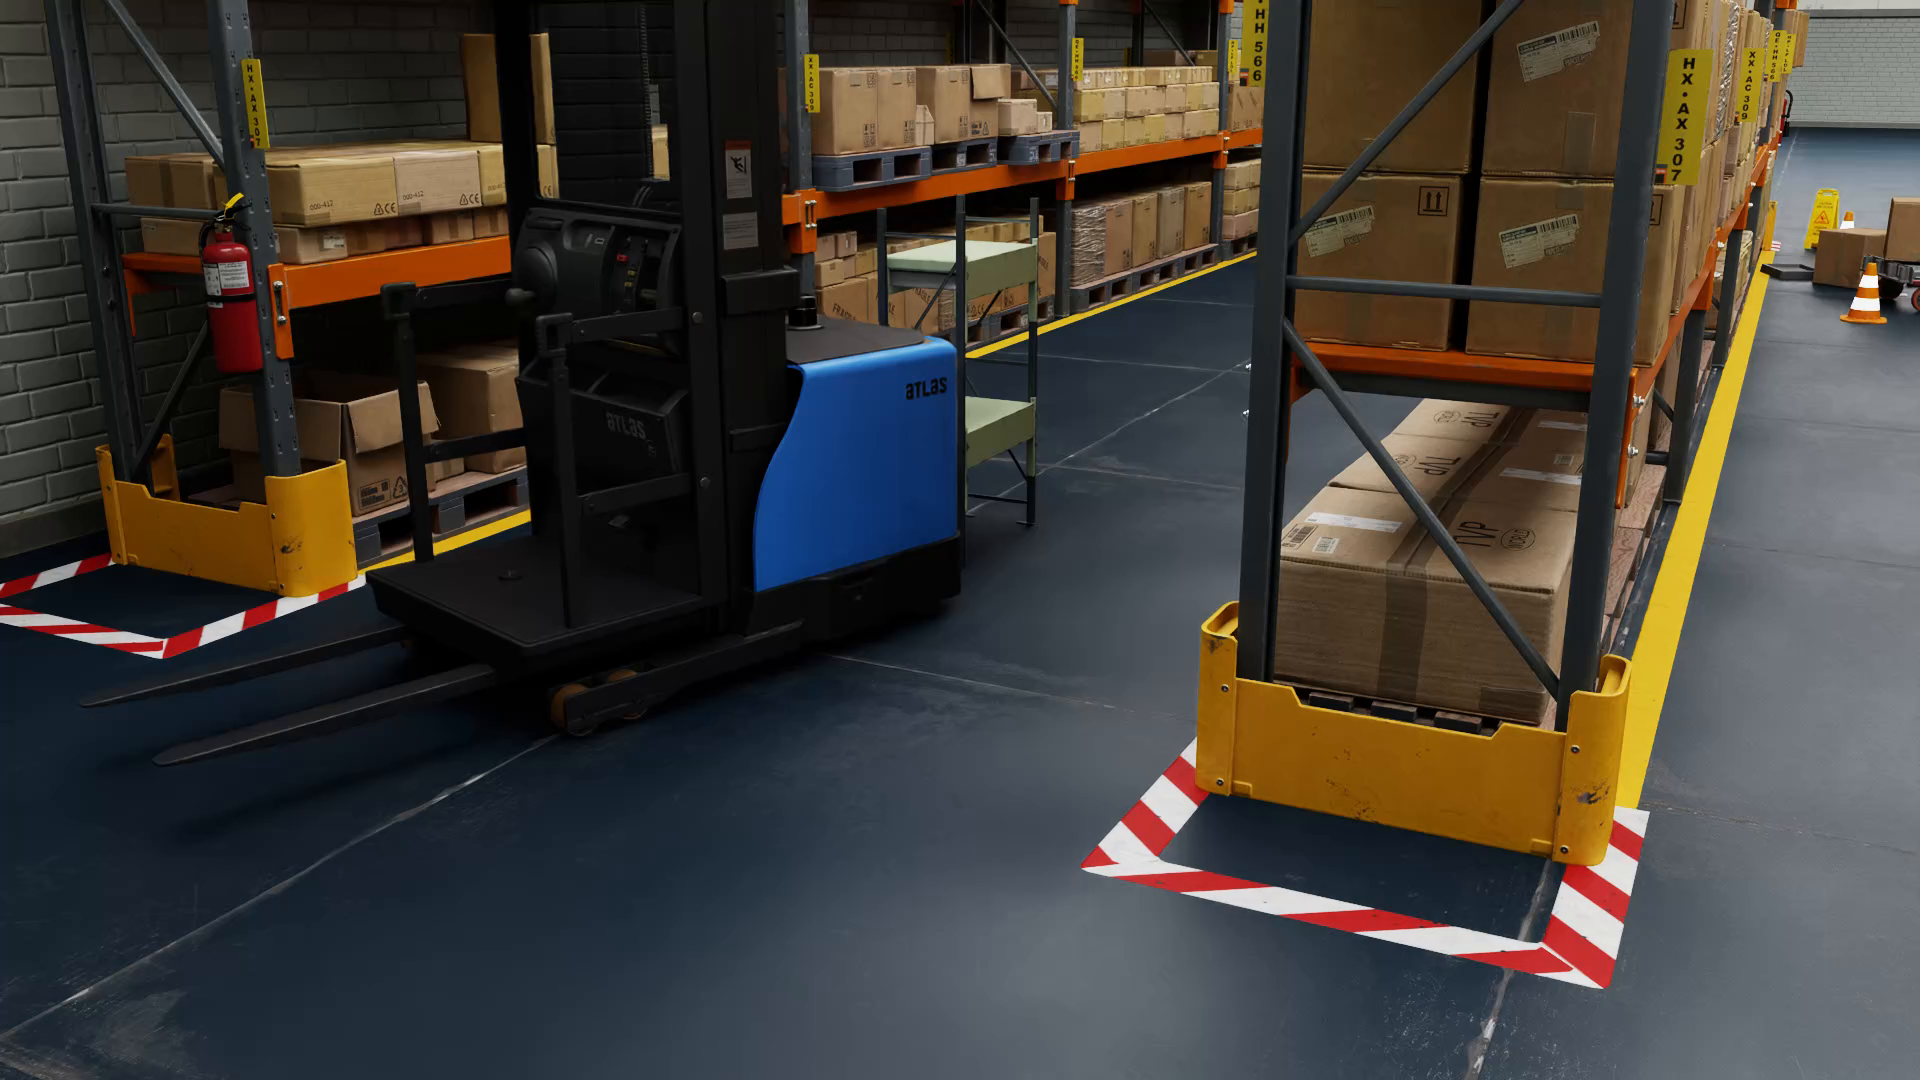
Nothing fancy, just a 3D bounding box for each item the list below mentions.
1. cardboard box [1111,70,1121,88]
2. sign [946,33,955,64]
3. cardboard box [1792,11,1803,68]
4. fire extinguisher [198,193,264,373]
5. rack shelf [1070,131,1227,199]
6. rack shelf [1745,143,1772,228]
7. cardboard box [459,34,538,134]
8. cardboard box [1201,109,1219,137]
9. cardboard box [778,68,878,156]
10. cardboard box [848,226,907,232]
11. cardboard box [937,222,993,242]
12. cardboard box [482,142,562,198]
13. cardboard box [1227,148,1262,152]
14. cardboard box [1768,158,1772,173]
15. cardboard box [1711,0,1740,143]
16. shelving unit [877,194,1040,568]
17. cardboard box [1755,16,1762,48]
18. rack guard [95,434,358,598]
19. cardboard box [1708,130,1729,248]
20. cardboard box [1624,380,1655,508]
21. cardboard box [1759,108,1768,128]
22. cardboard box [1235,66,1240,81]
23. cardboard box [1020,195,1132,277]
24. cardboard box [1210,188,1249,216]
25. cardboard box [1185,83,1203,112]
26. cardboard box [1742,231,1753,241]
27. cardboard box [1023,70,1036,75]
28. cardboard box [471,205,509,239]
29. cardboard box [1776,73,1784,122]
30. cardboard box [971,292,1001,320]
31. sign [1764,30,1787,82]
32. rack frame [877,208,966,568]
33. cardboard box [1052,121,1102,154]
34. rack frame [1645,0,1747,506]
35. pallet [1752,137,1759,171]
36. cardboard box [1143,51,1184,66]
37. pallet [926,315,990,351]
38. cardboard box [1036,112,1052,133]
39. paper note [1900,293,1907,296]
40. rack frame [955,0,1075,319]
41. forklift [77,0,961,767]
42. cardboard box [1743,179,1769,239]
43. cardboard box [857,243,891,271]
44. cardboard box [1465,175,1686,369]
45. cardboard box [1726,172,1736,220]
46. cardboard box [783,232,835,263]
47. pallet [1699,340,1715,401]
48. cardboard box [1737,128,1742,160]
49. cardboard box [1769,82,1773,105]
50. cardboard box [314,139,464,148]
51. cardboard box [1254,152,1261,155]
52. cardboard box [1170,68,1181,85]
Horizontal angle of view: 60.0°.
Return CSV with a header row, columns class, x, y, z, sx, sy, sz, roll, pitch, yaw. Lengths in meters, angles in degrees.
class,x,y,z,sx,sy,sz,roll,pitch,yaw
cardboard box,1.153,-3.942,14.213,0.380,0.149,0.250,8,18,26
sign,-0.066,-3.959,13.552,0.100,0.325,0.005,8,18,25
cardboard box,7.549,-4.729,15.722,0.700,0.500,0.500,8,18,24
fire extinguisher,-2.795,-0.984,6.361,0.296,0.674,0.183,8,18,25
rack shelf,1.326,-3.499,15.299,1.077,0.370,4.000,8,18,25
rack shelf,5.768,-2.868,13.176,1.077,0.370,4.000,8,18,25
cardboard box,-2.259,-2.400,8.760,0.500,0.500,0.500,8,18,24
cardboard box,2.228,-4.120,16.389,0.500,0.250,0.500,9,19,27
cardboard box,-0.939,-2.659,10.296,0.700,0.500,0.500,9,19,27
cardboard box,-0.610,-2.219,12.240,0.380,0.149,0.250,8,18,26
cardboard box,0.028,-2.294,12.492,0.380,0.149,0.250,9,19,27
cardboard box,-2.041,-1.839,8.190,0.500,0.250,0.500,8,18,24
cardboard box,3.403,-4.508,19.771,0.500,0.250,0.500,8,18,25
cardboard box,7.622,-3.616,16.067,0.380,0.149,0.250,9,19,29
cardboard box,2.670,-1.798,6.377,0.500,0.500,0.500,8,18,26
shelving unit,0.003,-0.721,7.317,0.431,1.500,0.755,8,18,25
cardboard box,4.195,-2.681,9.349,0.500,0.500,0.500,8,18,24
rack guard,-3.109,-0.118,7.042,1.175,0.500,0.348,8,18,25
cardboard box,3.108,-1.582,7.407,0.500,0.500,0.500,8,18,26
cardboard box,2.710,-0.512,7.741,0.875,0.438,0.875,8,18,25
cardboard box,6.351,-3.437,13.530,0.380,0.149,0.250,8,18,26
cardboard box,2.711,-4.826,17.189,0.380,0.149,0.250,9,19,27
cardboard box,1.008,-2.722,14.853,0.875,0.625,0.625,9,19,27
cardboard box,2.712,-3.560,17.455,0.500,0.250,0.500,8,18,25
cardboard box,2.005,-4.231,15.887,0.500,0.250,0.500,8,18,24
cardboard box,6.429,-2.530,14.653,0.950,0.372,0.625,8,18,26
cardboard box,0.413,-3.883,14.013,0.380,0.149,0.250,9,19,27
cardboard box,-2.310,-1.492,7.720,0.380,0.149,0.250,8,19,26
cardboard box,7.547,-4.247,15.856,0.500,0.500,0.500,8,18,25
cardboard box,-0.029,-1.942,12.448,0.500,0.500,0.500,9,19,28
sign,5.372,-3.189,10.959,0.100,0.325,0.005,8,18,25
rack frame,-0.161,-0.627,7.003,0.400,1.500,0.023,8,18,25
cardboard box,0.849,-3.344,13.779,0.500,0.250,0.500,8,18,26
rack frame,3.087,-1.685,7.928,1.000,3.000,0.127,8,18,25
pallet,5.097,-2.807,12.043,1.213,0.211,1.003,8,18,25
cardboard box,2.092,-4.974,17.166,0.380,0.149,0.250,8,18,26
pallet,-0.482,-1.502,12.212,1.003,0.211,1.213,8,18,25
cardboard box,0.482,-3.199,12.730,0.380,0.149,0.250,8,19,26
paper note,8.425,-2.217,14.936,0.148,0.019,0.142,8,18,25
rack frame,0.432,-3.334,13.482,1.000,3.000,0.127,8,18,25
forklift,-1.394,-0.935,5.525,3.031,2.935,1.130,-16,23,-43
cardboard box,7.167,-3.081,15.404,0.500,0.500,0.500,9,19,28
cardboard box,-0.688,-1.906,11.185,0.380,0.149,0.250,8,18,24
cardboard box,1.771,-0.800,4.772,0.500,0.500,0.500,8,18,25
cardboard box,3.750,-1.823,8.658,0.500,0.250,0.500,8,18,24
cardboard box,-1.011,-1.837,10.432,0.380,0.149,0.250,8,18,24
pallet,4.455,-1.176,11.112,1.003,0.211,1.213,8,18,25
cardboard box,3.744,-2.065,8.594,0.500,0.250,0.500,8,19,26
cardboard box,6.661,-3.967,14.178,0.500,0.500,0.500,8,18,24
cardboard box,-2.718,-1.775,7.972,0.500,0.250,0.500,9,19,27
cardboard box,3.641,-4.317,19.126,0.500,0.250,0.500,8,18,26
cardboard box,1.838,-4.330,15.521,0.380,0.149,0.250,8,18,24
